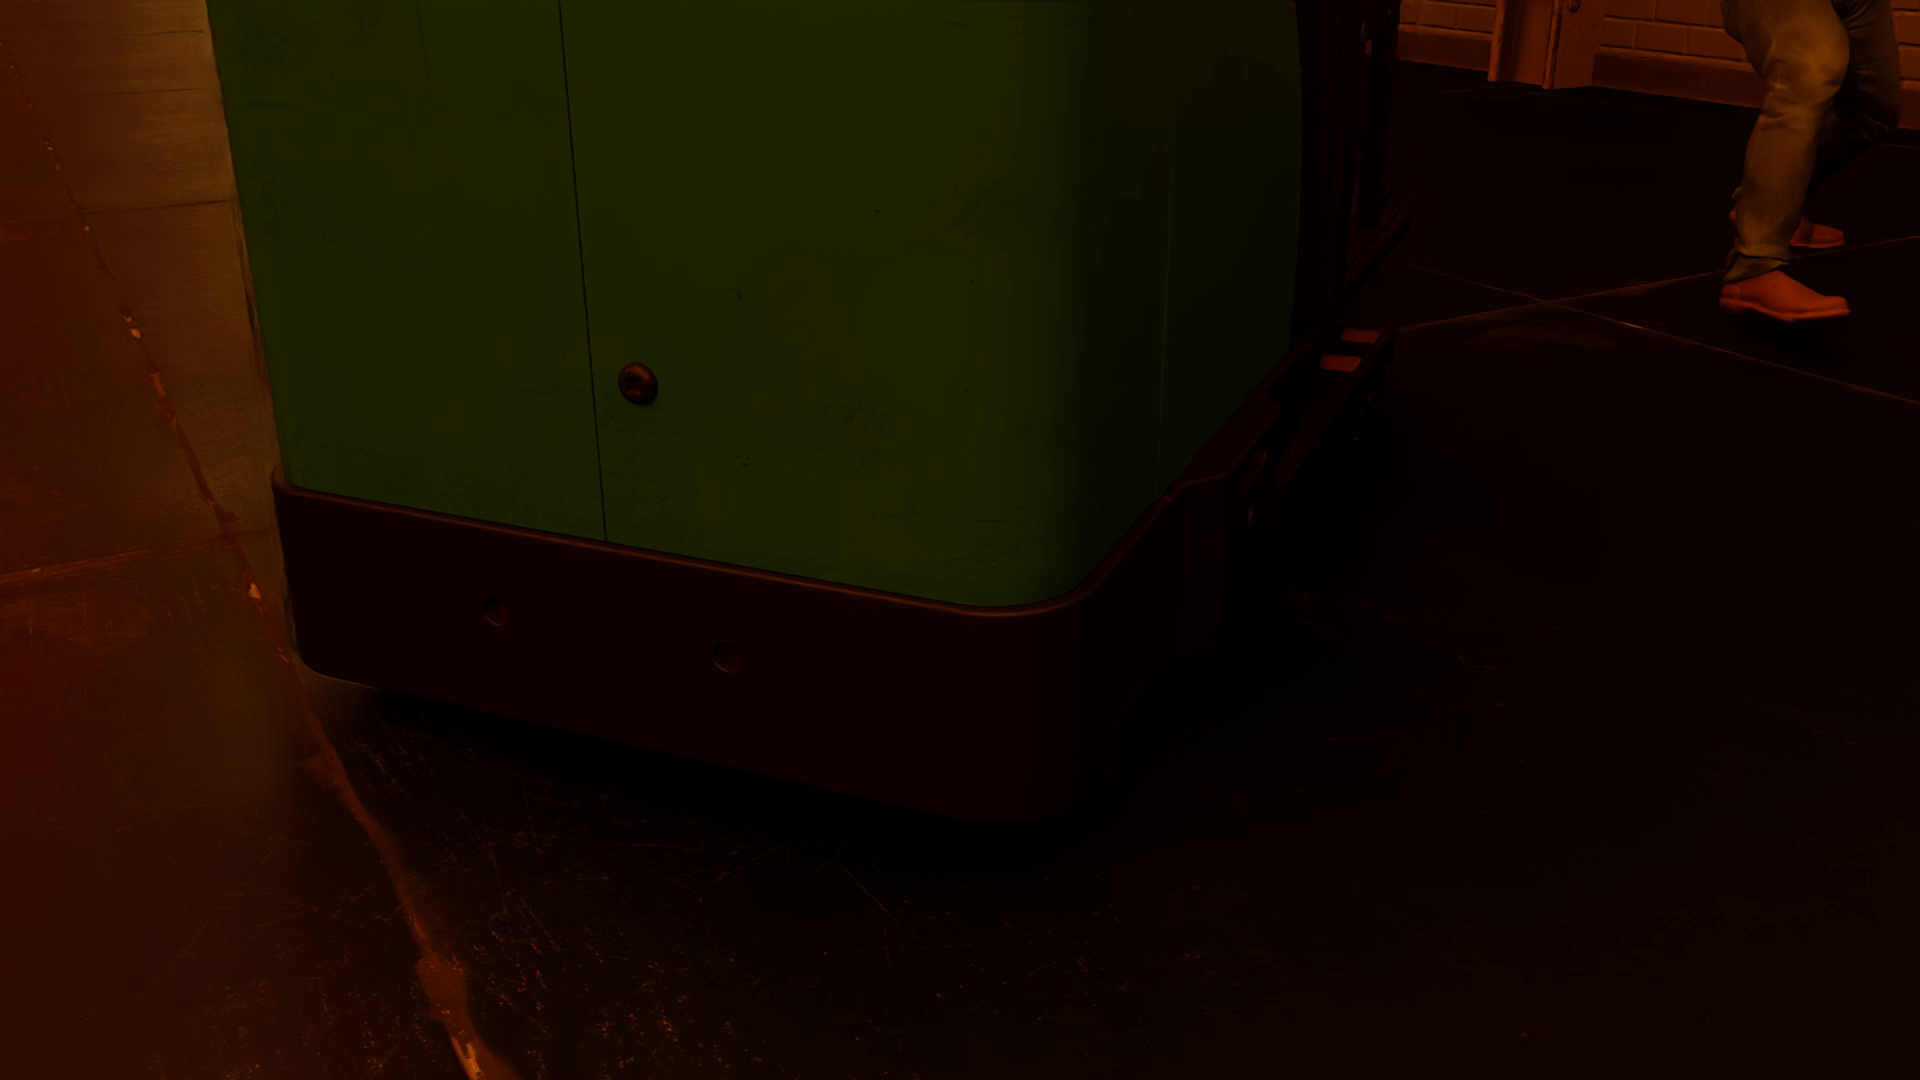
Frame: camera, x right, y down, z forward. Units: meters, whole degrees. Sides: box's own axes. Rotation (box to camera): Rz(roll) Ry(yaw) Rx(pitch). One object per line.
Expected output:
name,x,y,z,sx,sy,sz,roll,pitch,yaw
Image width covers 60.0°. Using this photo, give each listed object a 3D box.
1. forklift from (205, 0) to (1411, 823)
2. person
forklift,0.205,-1.589,2.645,1.130,2.935,3.031,9,24,21
person,2.111,-1.376,3.913,1.053,1.598,0.993,-10,24,-23
